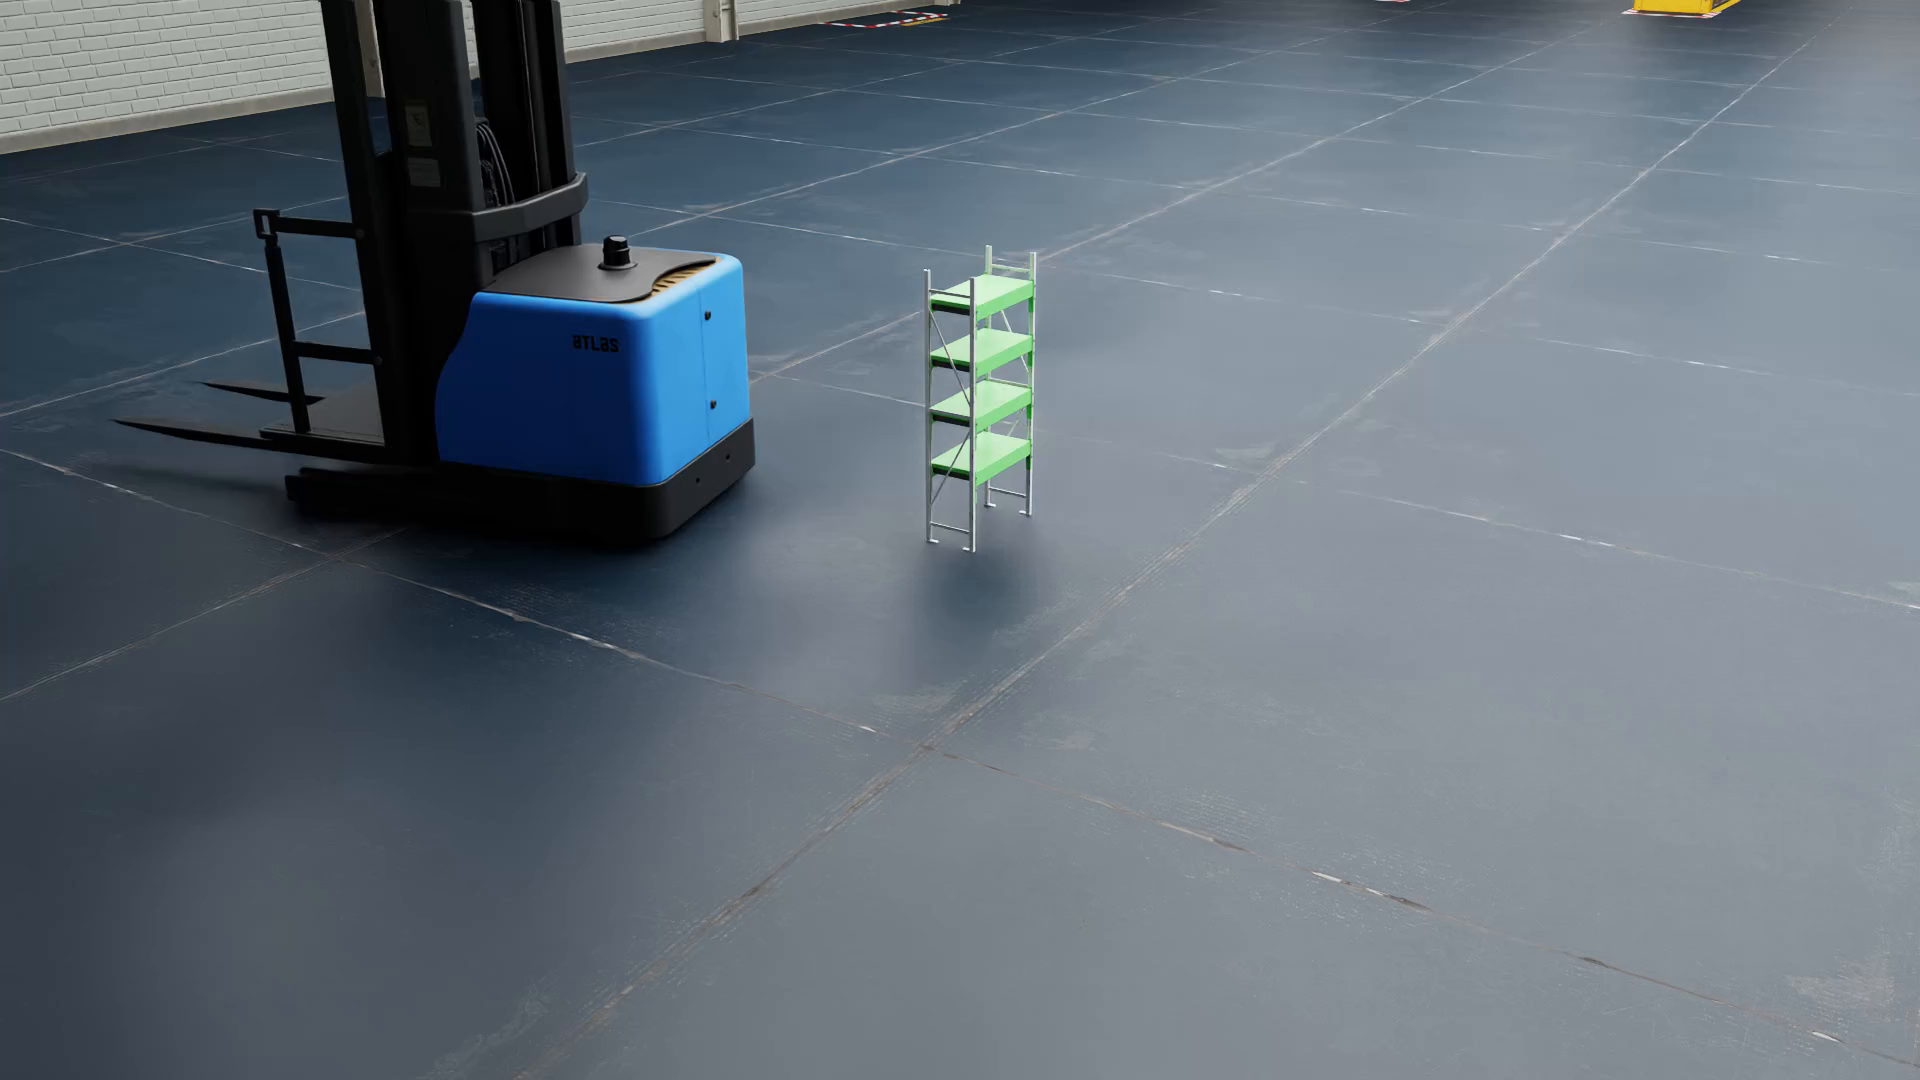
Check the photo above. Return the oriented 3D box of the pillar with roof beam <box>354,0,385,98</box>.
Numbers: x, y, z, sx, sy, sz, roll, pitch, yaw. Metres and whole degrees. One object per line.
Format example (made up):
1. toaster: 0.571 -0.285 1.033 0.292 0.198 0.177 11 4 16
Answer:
1. pillar with roof beam: -2.902 -8.324 15.151 9.100 9.000 0.400 14 27 29

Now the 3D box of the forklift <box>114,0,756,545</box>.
1. forklift: -2.546 -1.657 7.388 3.031 2.935 1.130 7 25 17

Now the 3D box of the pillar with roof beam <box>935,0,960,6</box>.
1. pillar with roof beam: 3.428 -12.374 24.506 9.100 9.000 0.400 14 27 29

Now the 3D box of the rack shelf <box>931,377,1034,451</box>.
1. rack shelf: 0.087 -0.548 7.166 0.258 0.148 0.480 14 27 29

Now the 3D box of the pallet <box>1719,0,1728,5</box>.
1. pallet: 12.796 -9.493 28.914 1.003 0.211 1.213 14 27 29

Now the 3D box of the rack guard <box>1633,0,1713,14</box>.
1. rack guard: 11.718 -8.943 27.278 1.175 0.500 0.348 14 27 29

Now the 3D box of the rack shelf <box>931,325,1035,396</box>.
1. rack shelf: 0.087 -0.768 7.071 0.258 0.148 0.480 14 27 29

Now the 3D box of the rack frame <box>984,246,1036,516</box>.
1. rack frame: 0.216 -0.689 7.331 0.240 1.200 0.015 14 27 29

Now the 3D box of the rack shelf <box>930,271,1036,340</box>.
1. rack shelf: 0.087 -0.988 6.975 0.258 0.148 0.480 14 27 29

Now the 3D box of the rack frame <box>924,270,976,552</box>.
1. rack frame: -0.041 -0.524 6.950 0.240 1.200 0.015 14 27 29

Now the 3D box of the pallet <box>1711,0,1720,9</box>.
1. pallet: 12.151 -9.083 27.966 1.003 0.211 1.213 14 27 29

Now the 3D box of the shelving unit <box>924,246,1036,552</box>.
1. shelving unit: 0.087 -0.606 7.141 0.258 1.200 0.503 14 27 29

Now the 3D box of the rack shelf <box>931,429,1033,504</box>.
1. rack shelf: 0.087 -0.328 7.261 0.258 0.148 0.480 14 27 29

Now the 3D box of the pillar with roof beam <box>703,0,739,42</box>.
1. pillar with roof beam: 0.263 -10.349 19.828 9.100 9.000 0.400 14 27 29
